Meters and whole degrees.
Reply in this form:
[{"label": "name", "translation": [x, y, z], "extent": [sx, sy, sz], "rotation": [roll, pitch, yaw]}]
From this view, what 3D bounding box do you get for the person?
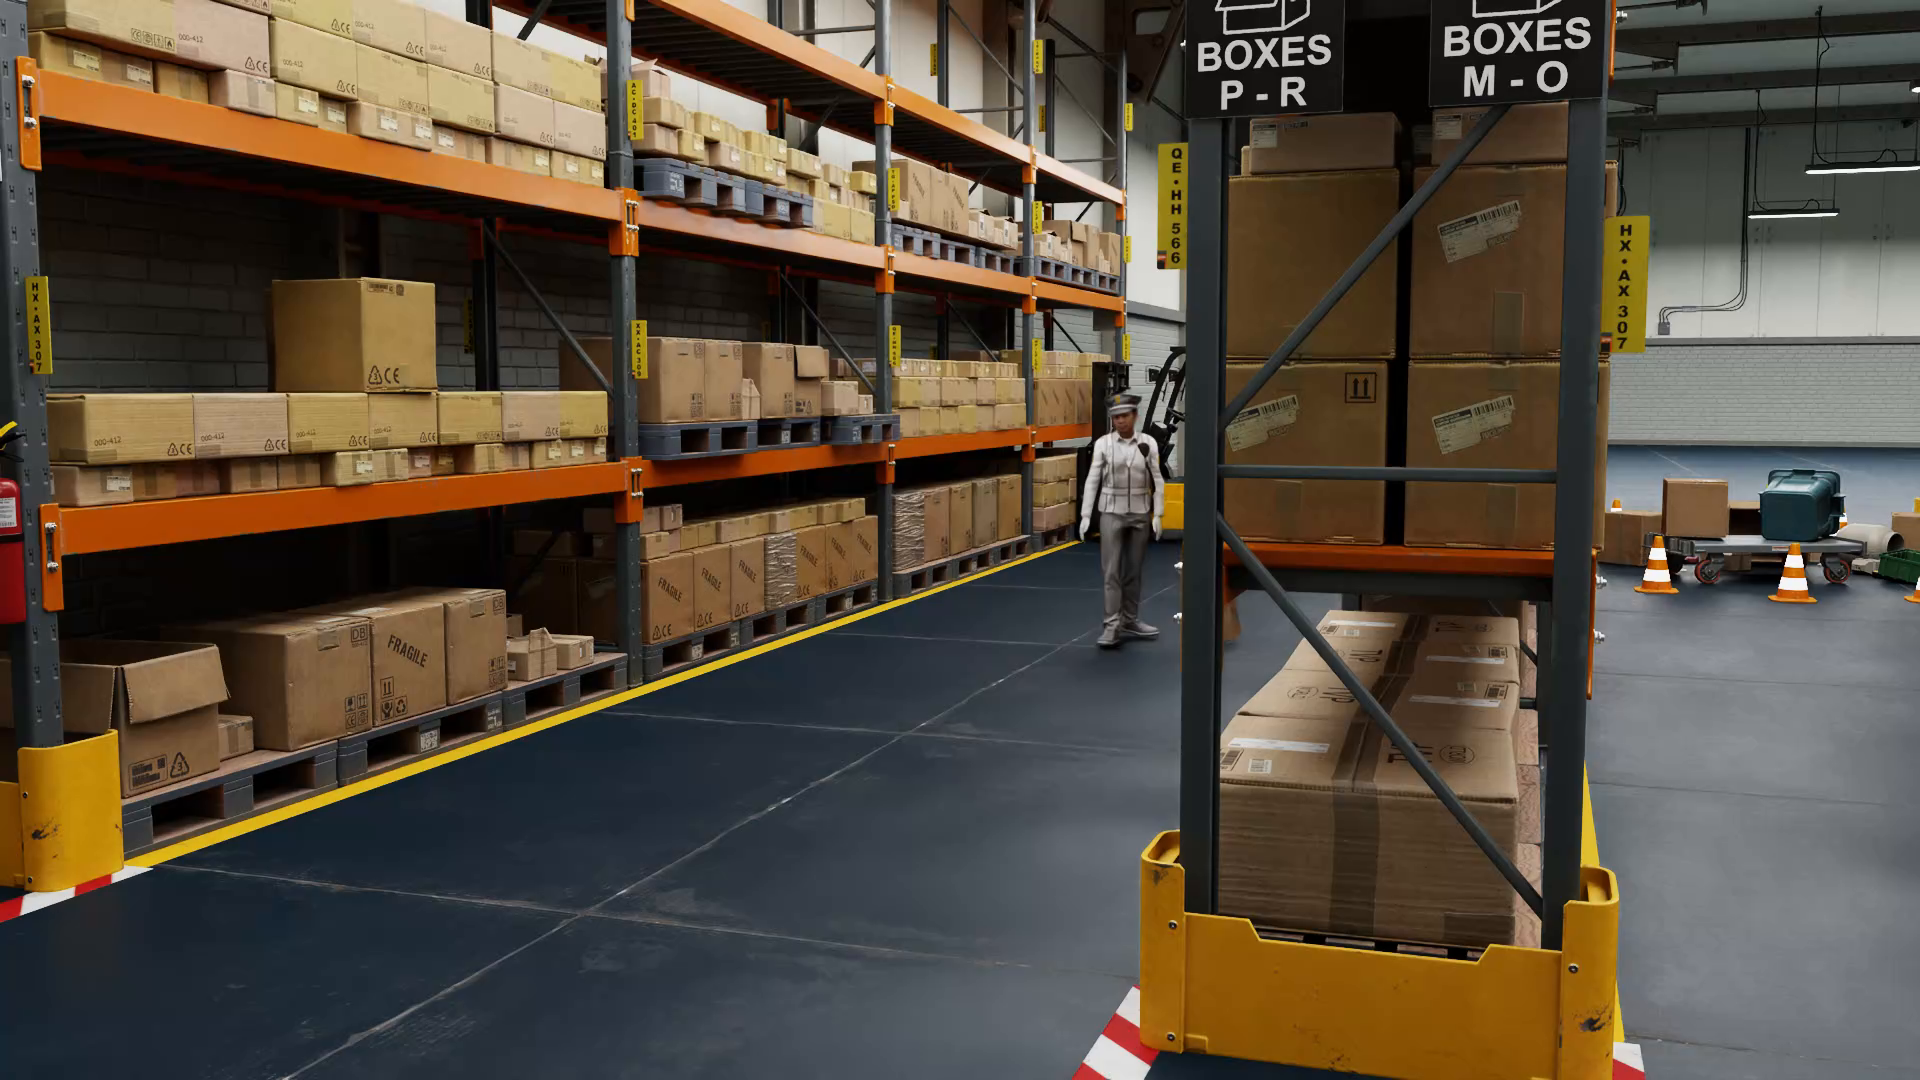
[{"label": "person", "translation": [1.093, -0.147, 11.153], "extent": [0.580, 1.660, 0.608], "rotation": [-1, 5, -6]}]
